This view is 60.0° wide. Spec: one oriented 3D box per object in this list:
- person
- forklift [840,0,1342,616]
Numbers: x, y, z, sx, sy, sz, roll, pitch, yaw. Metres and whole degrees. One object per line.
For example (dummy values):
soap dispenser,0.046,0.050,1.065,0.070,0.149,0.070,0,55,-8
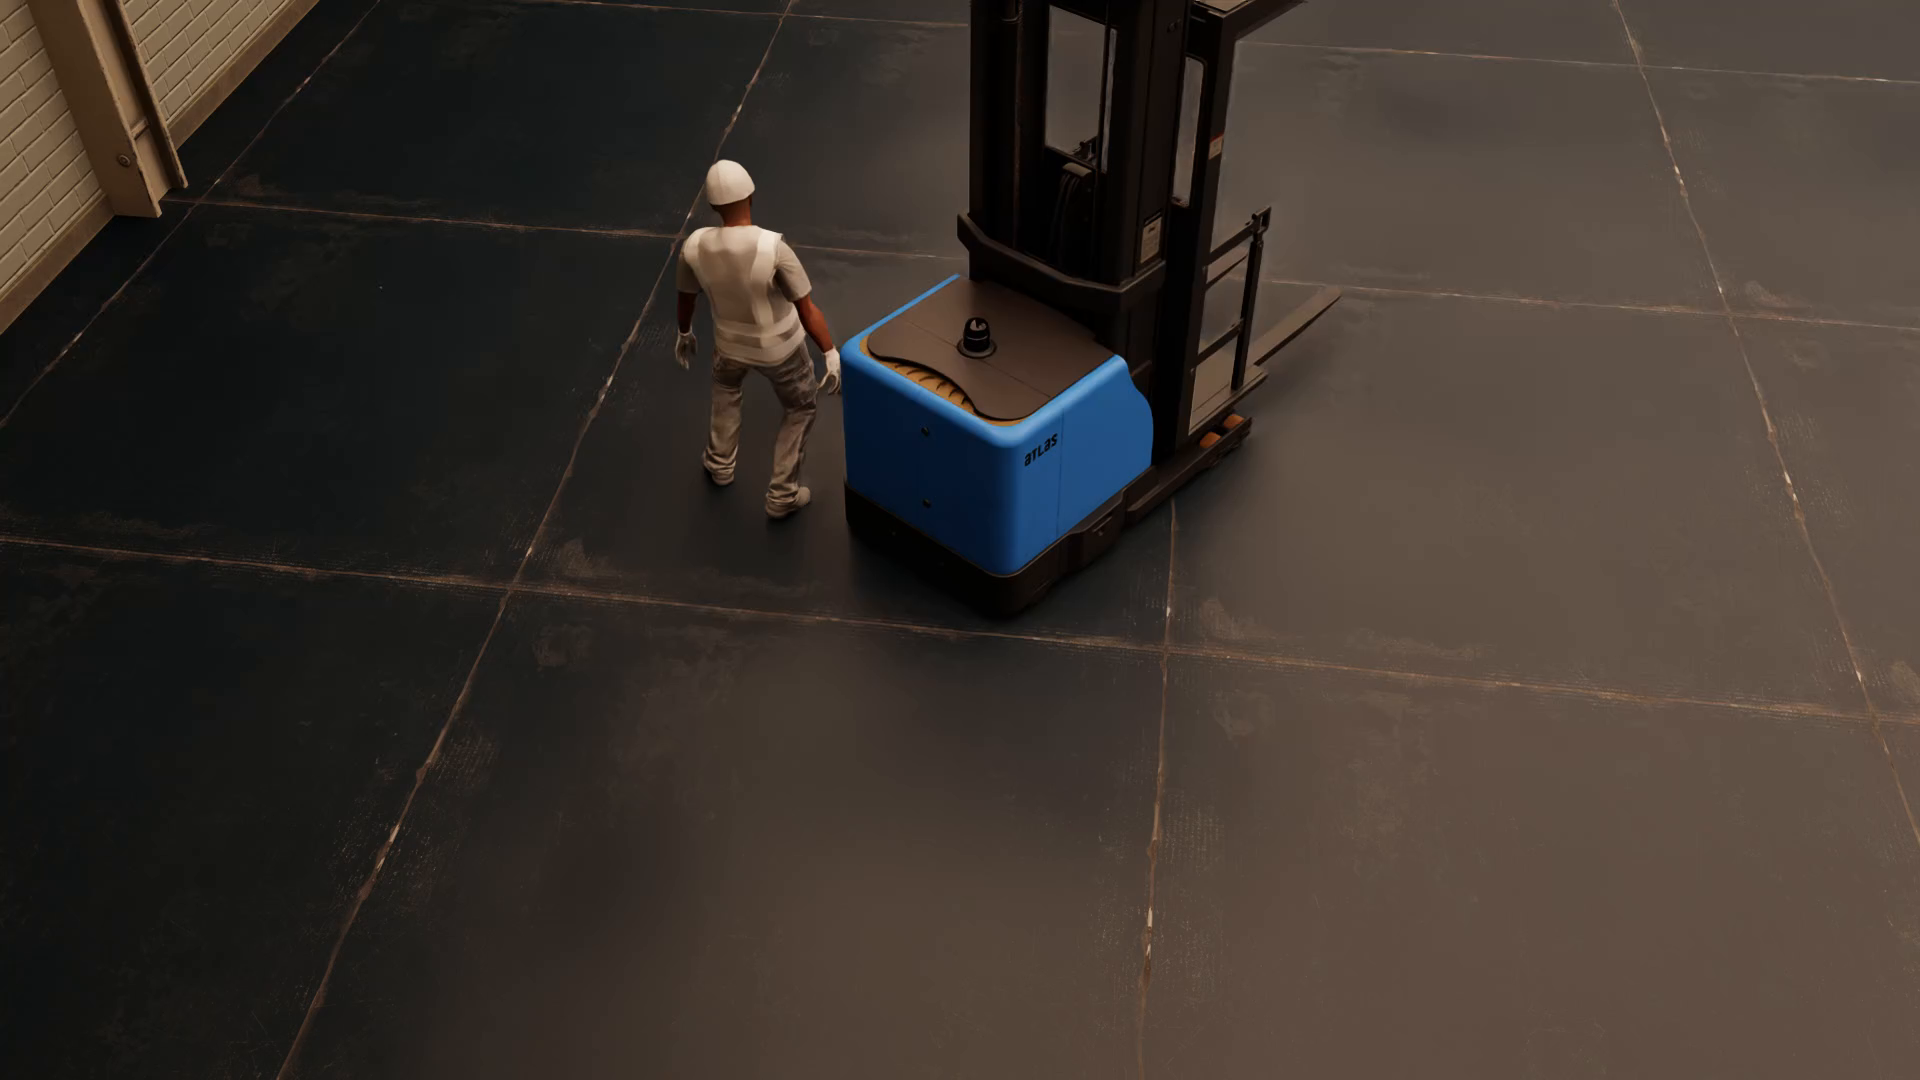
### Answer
person,-0.910,-0.879,7.610,0.891,1.730,0.502,16,45,17
forklift,0.818,-1.657,7.528,1.130,2.935,3.031,31,51,29
